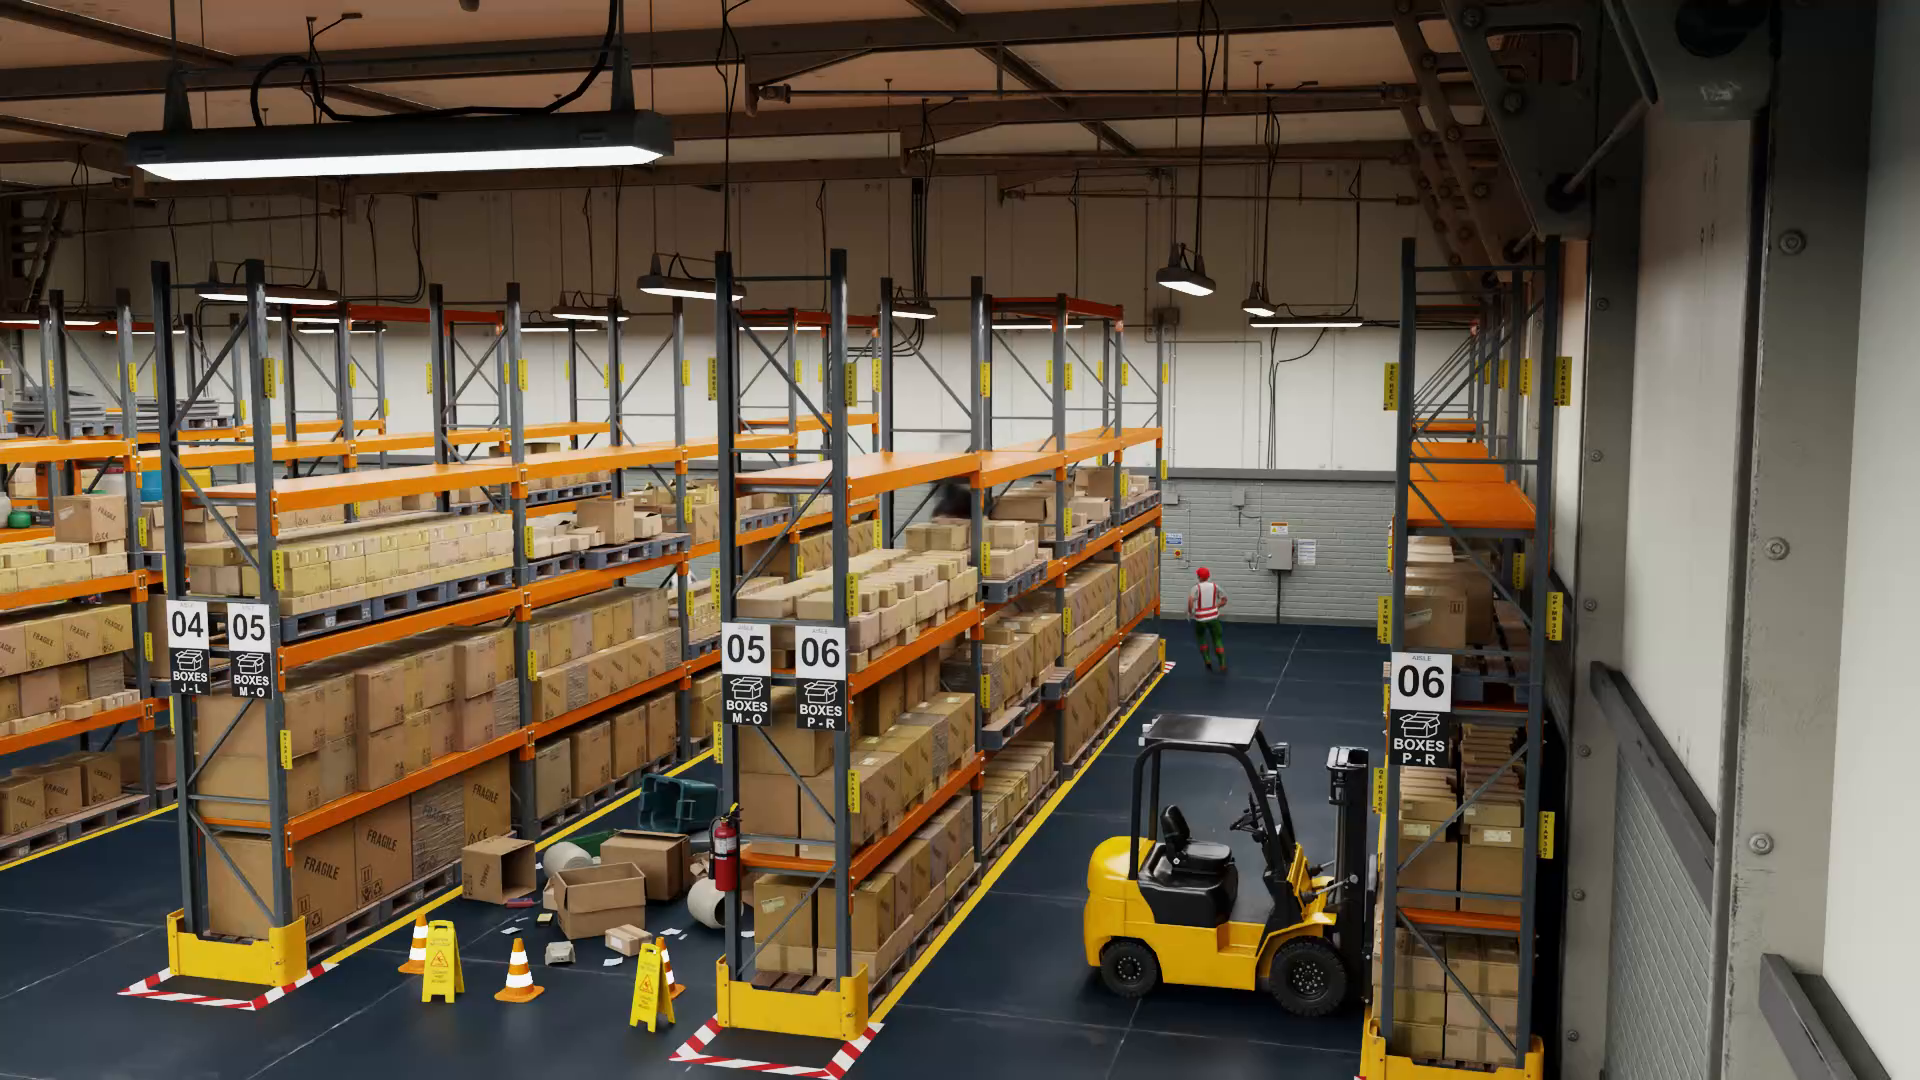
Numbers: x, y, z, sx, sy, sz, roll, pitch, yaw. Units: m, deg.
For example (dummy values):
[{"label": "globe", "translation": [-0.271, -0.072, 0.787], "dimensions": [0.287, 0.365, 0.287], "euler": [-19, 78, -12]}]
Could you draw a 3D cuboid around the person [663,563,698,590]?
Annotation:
[{"label": "person", "translation": [-5.031, 1.130, 30.216], "dimensions": [0.699, 1.699, 0.506], "euler": [-2, 6, -19]}]

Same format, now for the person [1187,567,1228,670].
[{"label": "person", "translation": [4.126, 1.344, 27.924], "dimensions": [0.718, 1.801, 0.694], "euler": [-1, 6, -5]}]
